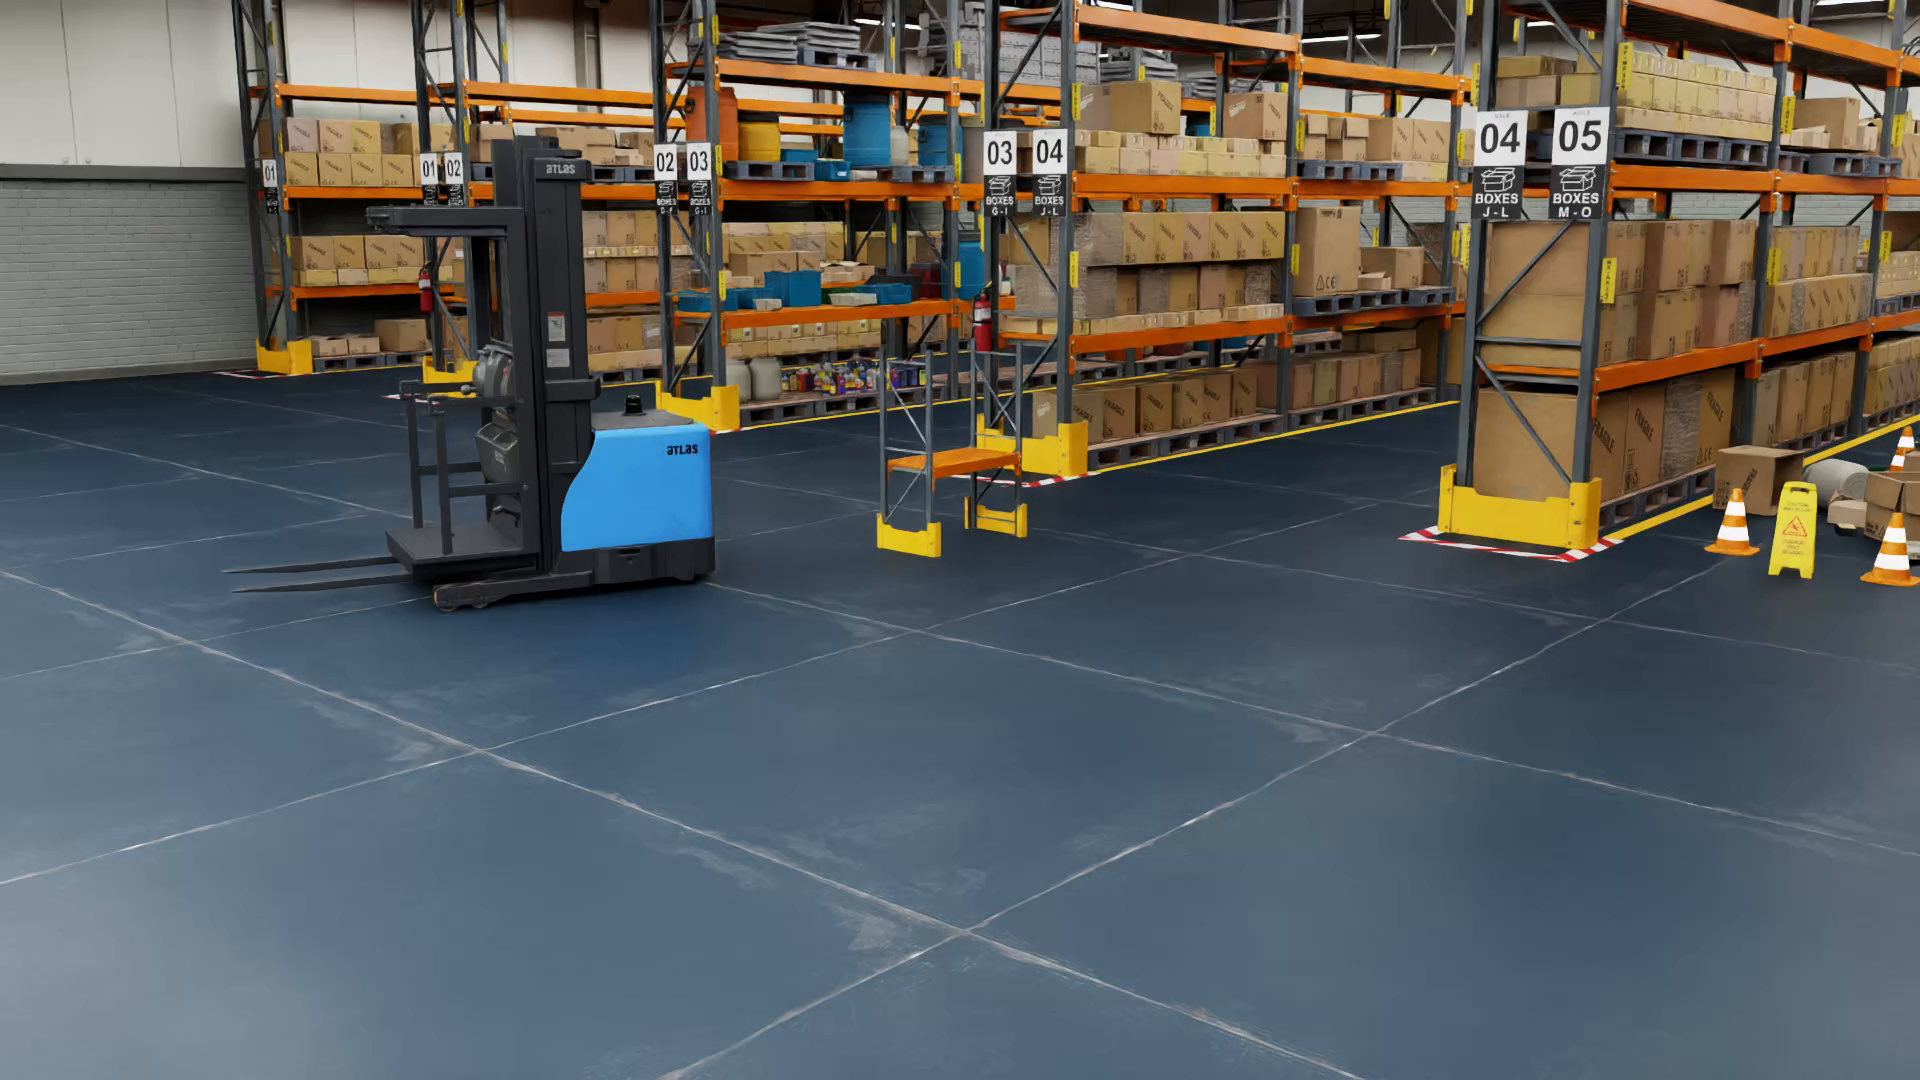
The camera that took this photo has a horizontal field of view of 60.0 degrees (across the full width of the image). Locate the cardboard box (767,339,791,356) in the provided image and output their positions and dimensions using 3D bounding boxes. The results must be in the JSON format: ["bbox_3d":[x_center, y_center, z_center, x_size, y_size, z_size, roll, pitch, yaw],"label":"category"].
[{"bbox_3d":[-3.024,-3.060,26.323,0.500,0.250,0.500,9,15,39],"label":"cardboard box"}]

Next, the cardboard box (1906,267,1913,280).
[{"bbox_3d":[11.078,-3.179,19.777,0.380,0.149,0.250,11,15,42],"label":"cardboard box"}]

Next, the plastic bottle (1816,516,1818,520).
[{"bbox_3d":[6.824,-0.197,13.539,0.283,0.061,0.133,4,12,21],"label":"plastic bottle"}]

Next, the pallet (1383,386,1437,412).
[{"bbox_3d":[5.408,-1.849,21.429,1.003,0.211,1.213,10,15,40],"label":"pallet"}]

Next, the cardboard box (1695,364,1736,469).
[{"bbox_3d":[6.476,-1.167,15.248,0.875,0.875,0.875,10,15,41],"label":"cardboard box"}]

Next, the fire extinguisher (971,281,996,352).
[{"bbox_3d":[0.222,-2.159,16.059,0.296,0.674,0.183,10,15,40],"label":"fire extinguisher"}]

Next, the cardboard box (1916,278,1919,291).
[{"bbox_3d":[11.429,-3.109,20.188,0.380,0.149,0.250,9,14,38],"label":"cardboard box"}]

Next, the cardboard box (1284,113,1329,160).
[{"bbox_3d":[3.669,-4.526,18.721,0.797,0.503,0.637,9,14,38],"label":"cardboard box"}]

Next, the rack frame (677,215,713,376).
[{"bbox_3d":[-4.155,-4.024,25.199,1.000,3.000,0.127,10,15,40],"label":"rack frame"}]

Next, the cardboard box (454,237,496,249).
[{"bbox_3d":[-6.442,-4.195,22.491,0.700,0.500,0.500,10,15,41],"label":"cardboard box"}]

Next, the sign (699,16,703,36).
[{"bbox_3d":[-3.754,-7.426,24.127,0.100,0.325,0.005,10,15,40],"label":"sign"}]

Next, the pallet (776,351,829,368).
[{"bbox_3d":[-2.892,-2.950,26.943,1.003,0.211,1.213,10,15,40],"label":"pallet"}]

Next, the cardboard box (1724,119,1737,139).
[{"bbox_3d":[6.273,-3.445,13.955,0.380,0.149,0.250,10,15,41],"label":"cardboard box"}]

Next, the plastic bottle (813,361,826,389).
[{"bbox_3d":[-1.809,-2.117,21.291,0.144,0.351,0.185,11,15,43],"label":"plastic bottle"}]

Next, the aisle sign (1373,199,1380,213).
[{"bbox_3d":[7.753,-6.396,30.438,0.394,0.787,0.004,10,15,40],"label":"aisle sign"}]

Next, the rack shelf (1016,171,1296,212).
[{"bbox_3d":[1.964,-3.566,17.087,1.077,0.370,4.000,10,15,40],"label":"rack shelf"}]

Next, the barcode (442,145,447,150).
[{"bbox_3d":[-6.958,-5.298,22.437,0.001,0.075,0.075,10,15,40],"label":"barcode"}]

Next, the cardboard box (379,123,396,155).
[{"bbox_3d":[-9.399,-6.417,26.664,0.500,0.500,0.500,10,15,40],"label":"cardboard box"}]

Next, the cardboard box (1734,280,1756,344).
[{"bbox_3d":[6.709,-2.104,15.205,0.875,0.550,0.550,10,15,40],"label":"cardboard box"}]

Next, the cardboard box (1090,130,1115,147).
[{"bbox_3d":[1.243,-3.783,15.701,0.380,0.149,0.250,10,15,42],"label":"cardboard box"}]

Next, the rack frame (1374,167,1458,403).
[{"bbox_3d":[5.925,-3.331,21.731,1.000,3.000,0.127,10,15,40],"label":"rack frame"}]

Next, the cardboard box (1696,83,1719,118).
[{"bbox_3d":[5.813,-3.557,13.498,0.500,0.250,0.500,10,15,40],"label":"cardboard box"}]

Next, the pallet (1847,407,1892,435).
[{"bbox_3d":[10.101,-1.422,19.293,1.003,0.211,1.213,10,15,40],"label":"pallet"}]

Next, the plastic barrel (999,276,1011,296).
[{"bbox_3d":[0.553,-3.490,22.879,0.301,0.262,0.301,0,11,0],"label":"plastic barrel"}]

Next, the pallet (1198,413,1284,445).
[{"bbox_3d":[2.867,-1.272,18.540,1.003,0.211,1.213,10,15,40],"label":"pallet"}]

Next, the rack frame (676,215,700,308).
[{"bbox_3d":[-5.238,-5.252,31.350,1.000,3.000,0.127,10,15,40],"label":"rack frame"}]

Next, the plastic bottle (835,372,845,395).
[{"bbox_3d":[-1.483,-1.936,20.555,0.061,0.283,0.133,10,15,41],"label":"plastic bottle"}]

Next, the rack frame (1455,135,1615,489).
[{"bbox_3d":[4.303,-1.498,12.552,1.000,3.000,0.127,10,15,40],"label":"rack frame"}]

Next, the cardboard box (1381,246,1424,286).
[{"bbox_3d":[5.598,-3.501,21.256,0.500,0.500,0.500,8,14,33],"label":"cardboard box"}]

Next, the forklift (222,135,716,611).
[{"bbox_3d":[-3.211,-1.105,10.762,3.031,2.935,1.130,-6,13,-27],"label":"forklift"}]

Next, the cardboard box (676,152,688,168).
[{"bbox_3d":[-4.967,-7.065,31.391,0.700,0.500,0.500,8,14,36],"label":"cardboard box"}]

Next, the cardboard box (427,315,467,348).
[{"bbox_3d":[-8.533,-3.496,27.815,0.500,0.500,0.500,8,14,36],"label":"cardboard box"}]

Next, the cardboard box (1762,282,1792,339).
[{"bbox_3d":[7.493,-2.178,15.702,0.500,0.500,0.500,10,15,41],"label":"cardboard box"}]

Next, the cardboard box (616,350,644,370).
[{"bbox_3d":[-4.953,-2.637,24.205,0.500,0.250,0.500,10,15,40],"label":"cardboard box"}]

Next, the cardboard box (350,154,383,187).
[{"bbox_3d":[-9.389,-5.773,25.993,0.500,0.500,0.500,11,16,43],"label":"cardboard box"}]

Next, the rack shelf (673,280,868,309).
[{"bbox_3d":[-2.834,-3.965,26.743,1.077,0.370,4.000,10,15,40],"label":"rack shelf"}]

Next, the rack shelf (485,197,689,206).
[{"bbox_3d":[-6.558,-6.076,29.653,1.077,0.370,4.000,10,15,40],"label":"rack shelf"}]

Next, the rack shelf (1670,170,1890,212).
[{"bbox_3d":[8.264,-3.499,16.749,1.077,0.370,4.000,10,15,40],"label":"rack shelf"}]

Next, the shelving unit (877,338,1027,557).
[{"bbox_3d":[-0.050,-0.724,12.508,0.587,1.500,1.083,10,15,40],"label":"shelving unit"}]

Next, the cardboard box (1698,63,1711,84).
[{"bbox_3d":[5.771,-3.724,13.318,0.380,0.149,0.250,10,15,41],"label":"cardboard box"}]

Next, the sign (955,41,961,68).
[{"bbox_3d":[-0.030,-6.150,21.059,0.100,0.325,0.005,10,15,40],"label":"sign"}]

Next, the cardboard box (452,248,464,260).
[{"bbox_3d":[-6.686,-3.883,22.584,0.380,0.149,0.250,9,15,39],"label":"cardboard box"}]

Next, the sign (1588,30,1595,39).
[{"bbox_3d":[8.981,-7.290,23.648,0.100,0.325,0.005,10,15,40],"label":"sign"}]

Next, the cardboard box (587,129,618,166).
[{"bbox_3d":[-5.336,-5.594,23.709,0.637,0.503,0.797,-10,15,-41],"label":"cardboard box"}]

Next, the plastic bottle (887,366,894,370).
[{"bbox_3d":[-0.899,-2.118,21.489,0.152,0.276,0.135,10,15,40],"label":"plastic bottle"}]

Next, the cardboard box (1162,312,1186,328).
[{"bbox_3d":[2.074,-2.250,16.960,0.380,0.149,0.250,10,15,40],"label":"cardboard box"}]

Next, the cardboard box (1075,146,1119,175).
[{"bbox_3d":[1.156,-3.589,15.746,0.500,0.250,0.500,10,15,42],"label":"cardboard box"}]

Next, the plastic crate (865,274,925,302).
[{"bbox_3d":[-0.877,-3.292,21.693,0.767,0.338,0.504,10,15,40],"label":"plastic crate"}]

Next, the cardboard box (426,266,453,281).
[{"bbox_3d":[-8.619,-4.343,27.129,0.500,0.250,0.500,10,15,40],"label":"cardboard box"}]

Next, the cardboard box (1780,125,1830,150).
[{"bbox_3d":[8.338,-3.994,16.409,0.396,0.266,0.258,10,15,40],"label":"cardboard box"}]

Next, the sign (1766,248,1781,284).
[{"bbox_3d":[7.361,-2.478,15.048,0.100,0.325,0.005,10,15,40],"label":"sign"}]

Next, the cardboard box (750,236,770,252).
[{"bbox_3d":[-4.044,-5.644,32.246,0.500,0.500,0.500,10,15,40],"label":"cardboard box"}]

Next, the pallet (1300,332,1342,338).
[{"bbox_3d":[6.912,-3.665,30.520,1.003,0.211,1.213,10,15,40],"label":"pallet"}]

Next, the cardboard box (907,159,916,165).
[{"bbox_3d":[-1.251,-6.201,28.185,0.910,0.500,0.500,10,15,40],"label":"cardboard box"}]

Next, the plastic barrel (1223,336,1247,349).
[{"bbox_3d":[4.473,-3.659,27.658,0.600,0.901,0.708,10,15,40],"label":"plastic barrel"}]

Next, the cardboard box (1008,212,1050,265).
[{"bbox_3d":[0.821,-2.952,16.266,0.500,0.500,0.500,10,15,40],"label":"cardboard box"}]
